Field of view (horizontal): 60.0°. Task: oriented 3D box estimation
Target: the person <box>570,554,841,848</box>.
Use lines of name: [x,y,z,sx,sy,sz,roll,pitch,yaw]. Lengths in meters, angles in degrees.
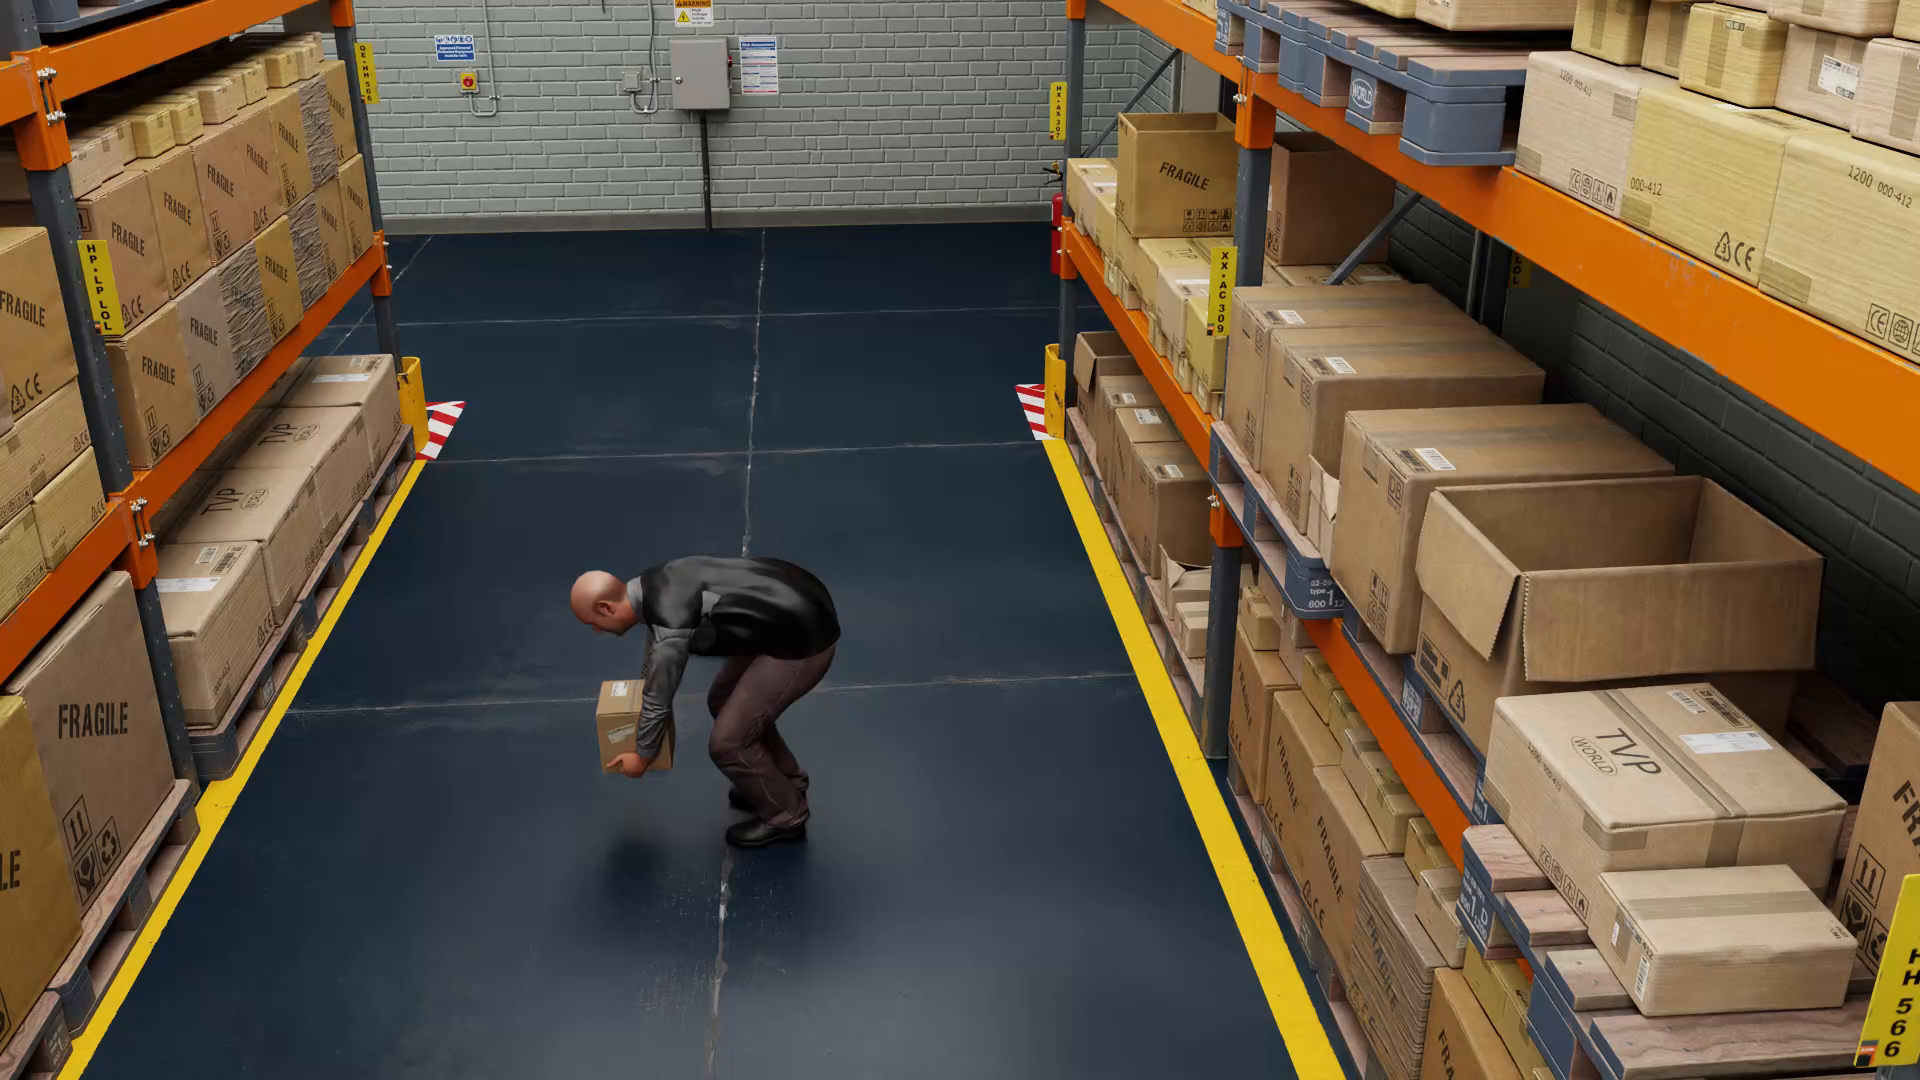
person: [-0.909,0.574,6.103,0.948,1.093,0.499,-3,24,-8]
